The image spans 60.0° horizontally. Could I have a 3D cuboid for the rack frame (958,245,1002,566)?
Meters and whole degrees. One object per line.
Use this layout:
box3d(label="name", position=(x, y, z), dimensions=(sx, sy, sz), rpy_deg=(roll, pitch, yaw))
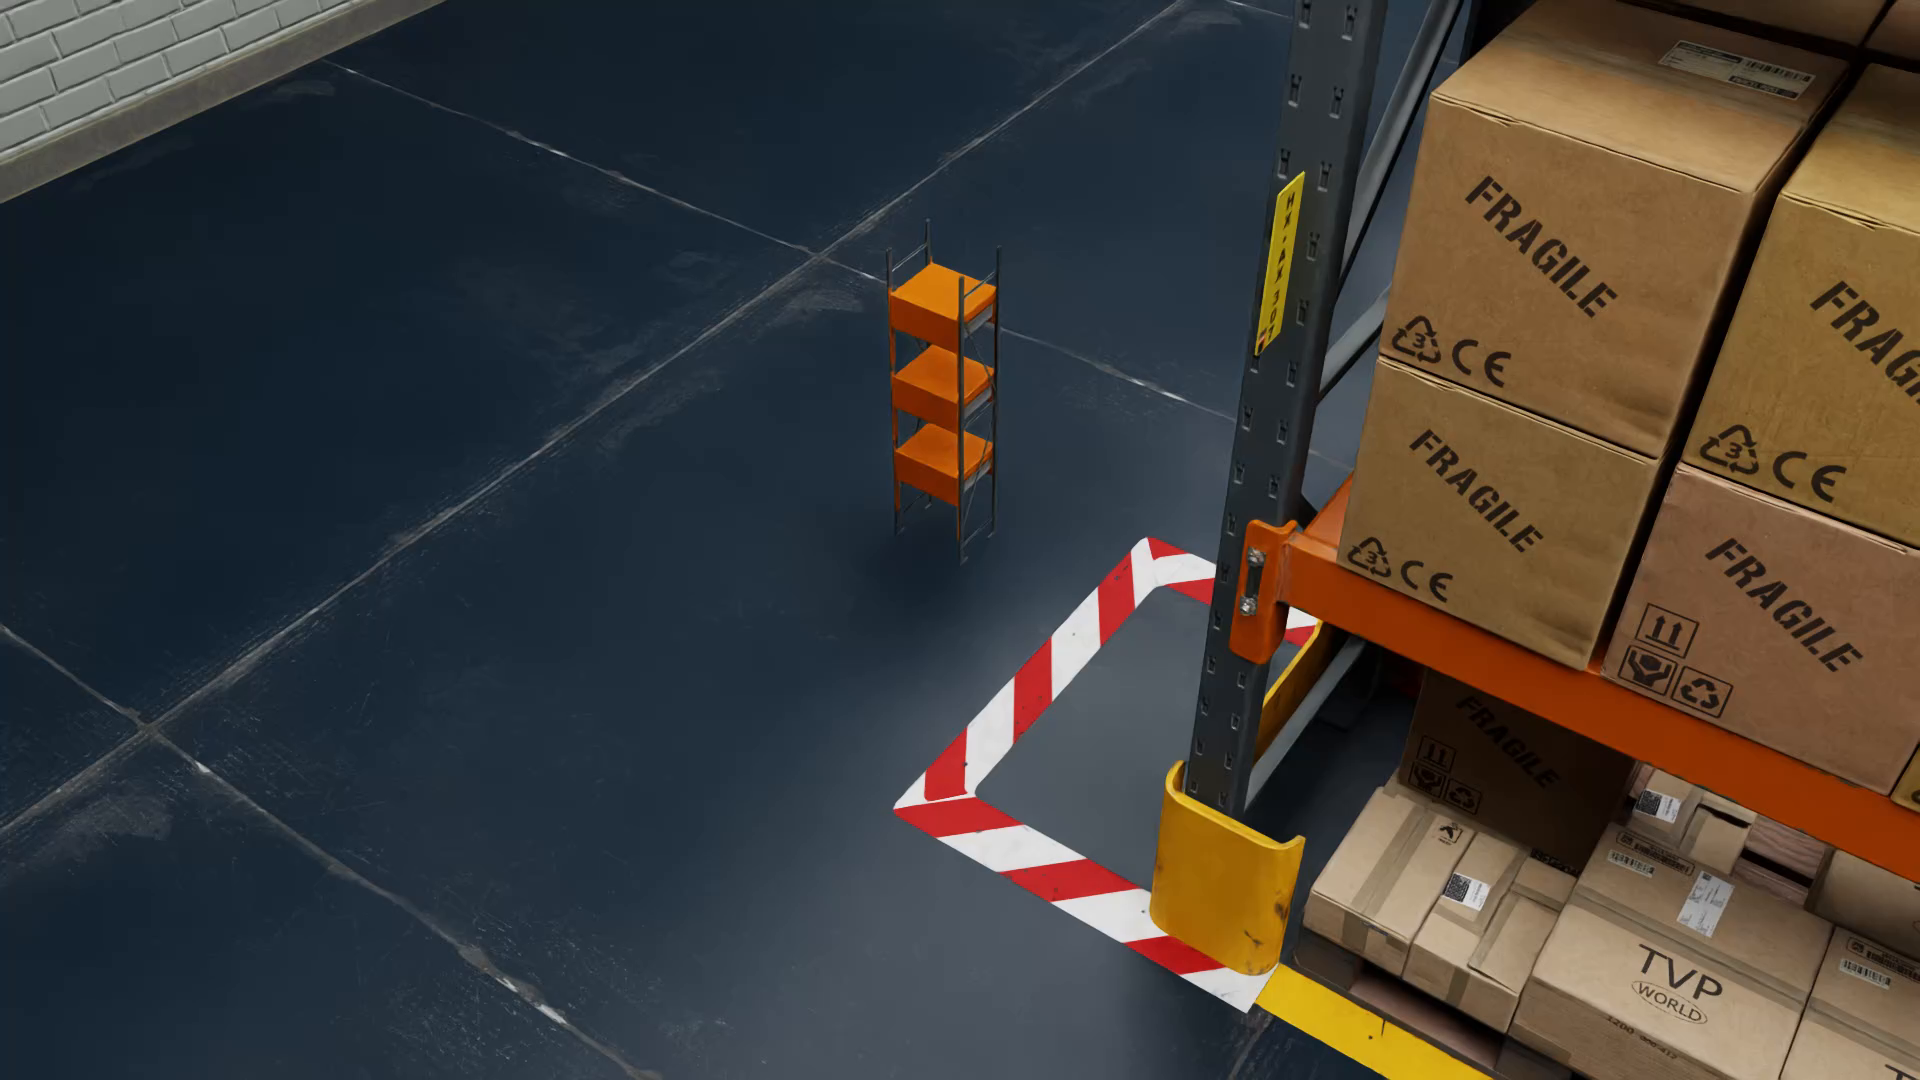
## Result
box3d(label="rack frame", position=(0.056, -0.365, 4.871), dimensions=(0.008, 1.050, 0.200), rpy_deg=(25, 48, 25))

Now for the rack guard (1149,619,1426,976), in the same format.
box3d(label="rack guard", position=(0.929, 0.511, 4.304), dimensions=(0.348, 0.500, 1.175), rpy_deg=(25, 48, 25))

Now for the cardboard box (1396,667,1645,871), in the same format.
box3d(label="cardboard box", position=(1.453, 0.392, 4.107), dimensions=(0.500, 0.500, 0.500), rpy_deg=(25, 48, 25))

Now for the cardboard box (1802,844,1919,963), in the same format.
box3d(label="cardboard box", position=(2.214, 0.865, 3.766), dimensions=(0.500, 0.250, 0.500), rpy_deg=(25, 48, 25))

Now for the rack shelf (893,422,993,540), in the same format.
box3d(label="rack shelf", position=(-0.044, -0.197, 5.115), dimensions=(0.240, 0.259, 0.215), rpy_deg=(25, 48, 25))

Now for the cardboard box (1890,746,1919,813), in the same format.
box3d(label="cardboard box", position=(1.913, 0.216, 2.685), dimensions=(0.500, 0.500, 0.500), rpy_deg=(25, 47, 25))

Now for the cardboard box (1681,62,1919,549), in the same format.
box3d(label="cardboard box", position=(1.511, -0.349, 2.566), dimensions=(0.500, 0.500, 0.500), rpy_deg=(26, 48, 26))

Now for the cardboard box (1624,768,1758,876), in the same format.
box3d(label="cardboard box", position=(1.733, 0.720, 3.990), dimensions=(0.250, 0.166, 0.380), rpy_deg=(25, 48, 25))

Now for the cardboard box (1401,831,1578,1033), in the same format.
box3d(label="cardboard box", position=(1.217, 0.886, 3.805), dimensions=(0.250, 0.166, 0.380), rpy_deg=(25, 48, 25))

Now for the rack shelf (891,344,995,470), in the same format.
box3d(label="rack shelf", position=(-0.044, -0.404, 4.930), dimensions=(0.240, 0.259, 0.215), rpy_deg=(25, 48, 25))

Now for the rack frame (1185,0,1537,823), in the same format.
box3d(label="rack frame", position=(0.866, -0.449, 3.503), dimensions=(0.127, 3.000, 1.000), rpy_deg=(25, 48, 25))

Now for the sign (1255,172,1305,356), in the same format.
box3d(label="sign", position=(0.555, -0.476, 2.883), dimensions=(0.005, 0.325, 0.100), rpy_deg=(25, 48, 25))

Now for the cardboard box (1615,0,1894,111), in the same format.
box3d(label="cardboard box", position=(1.389, -0.839, 3.113), dimensions=(0.500, 0.500, 0.500), rpy_deg=(25, 47, 25))

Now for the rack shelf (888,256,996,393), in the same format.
box3d(label="rack shelf", position=(-0.044, -0.615, 4.741), dimensions=(0.240, 0.259, 0.215), rpy_deg=(25, 48, 25))

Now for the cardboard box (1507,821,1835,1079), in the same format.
box3d(label="cardboard box", position=(1.558, 0.966, 3.653), dimensions=(0.500, 0.250, 0.500), rpy_deg=(25, 48, 25))

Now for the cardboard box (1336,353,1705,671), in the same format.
box3d(label="cardboard box", position=(1.078, -0.173, 3.119), dimensions=(0.500, 0.500, 0.500), rpy_deg=(26, 48, 26))

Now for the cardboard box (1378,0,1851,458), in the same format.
box3d(label="cardboard box", position=(1.078, -0.545, 2.785), dimensions=(0.500, 0.500, 0.500), rpy_deg=(27, 48, 27))

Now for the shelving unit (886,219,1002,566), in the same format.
box3d(label="shelving unit", position=(-0.044, -0.412, 4.923), dimensions=(0.252, 1.050, 0.215), rpy_deg=(25, 48, 25))

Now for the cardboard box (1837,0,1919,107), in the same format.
box3d(label="cardboard box", position=(1.803, -0.646, 2.898), dimensions=(0.500, 0.500, 0.500), rpy_deg=(26, 48, 26))

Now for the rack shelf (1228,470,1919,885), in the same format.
box3d(label="rack shelf", position=(2.504, 0.584, 2.887), dimensions=(4.000, 0.370, 1.077), rpy_deg=(25, 48, 25))

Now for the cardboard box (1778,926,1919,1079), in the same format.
box3d(label="cardboard box", position=(1.967, 1.157, 3.439), dimensions=(0.500, 0.250, 0.500), rpy_deg=(25, 48, 25))

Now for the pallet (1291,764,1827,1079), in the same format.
box3d(label="pallet", position=(1.582, 0.924, 4.060), dimensions=(1.213, 0.211, 1.003), rpy_deg=(25, 48, 25))

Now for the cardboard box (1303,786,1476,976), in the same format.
box3d(label="cardboard box", position=(1.012, 0.797, 3.918), dimensions=(0.250, 0.149, 0.380), rpy_deg=(25, 48, 25))

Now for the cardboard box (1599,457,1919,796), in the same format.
box3d(label="cardboard box", position=(1.504, 0.022, 2.901), dimensions=(0.500, 0.500, 0.500), rpy_deg=(25, 47, 25))

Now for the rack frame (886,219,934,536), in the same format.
box3d(label="rack frame", position=(-0.144, -0.458, 4.975), dimensions=(0.008, 1.050, 0.200), rpy_deg=(25, 48, 25))
